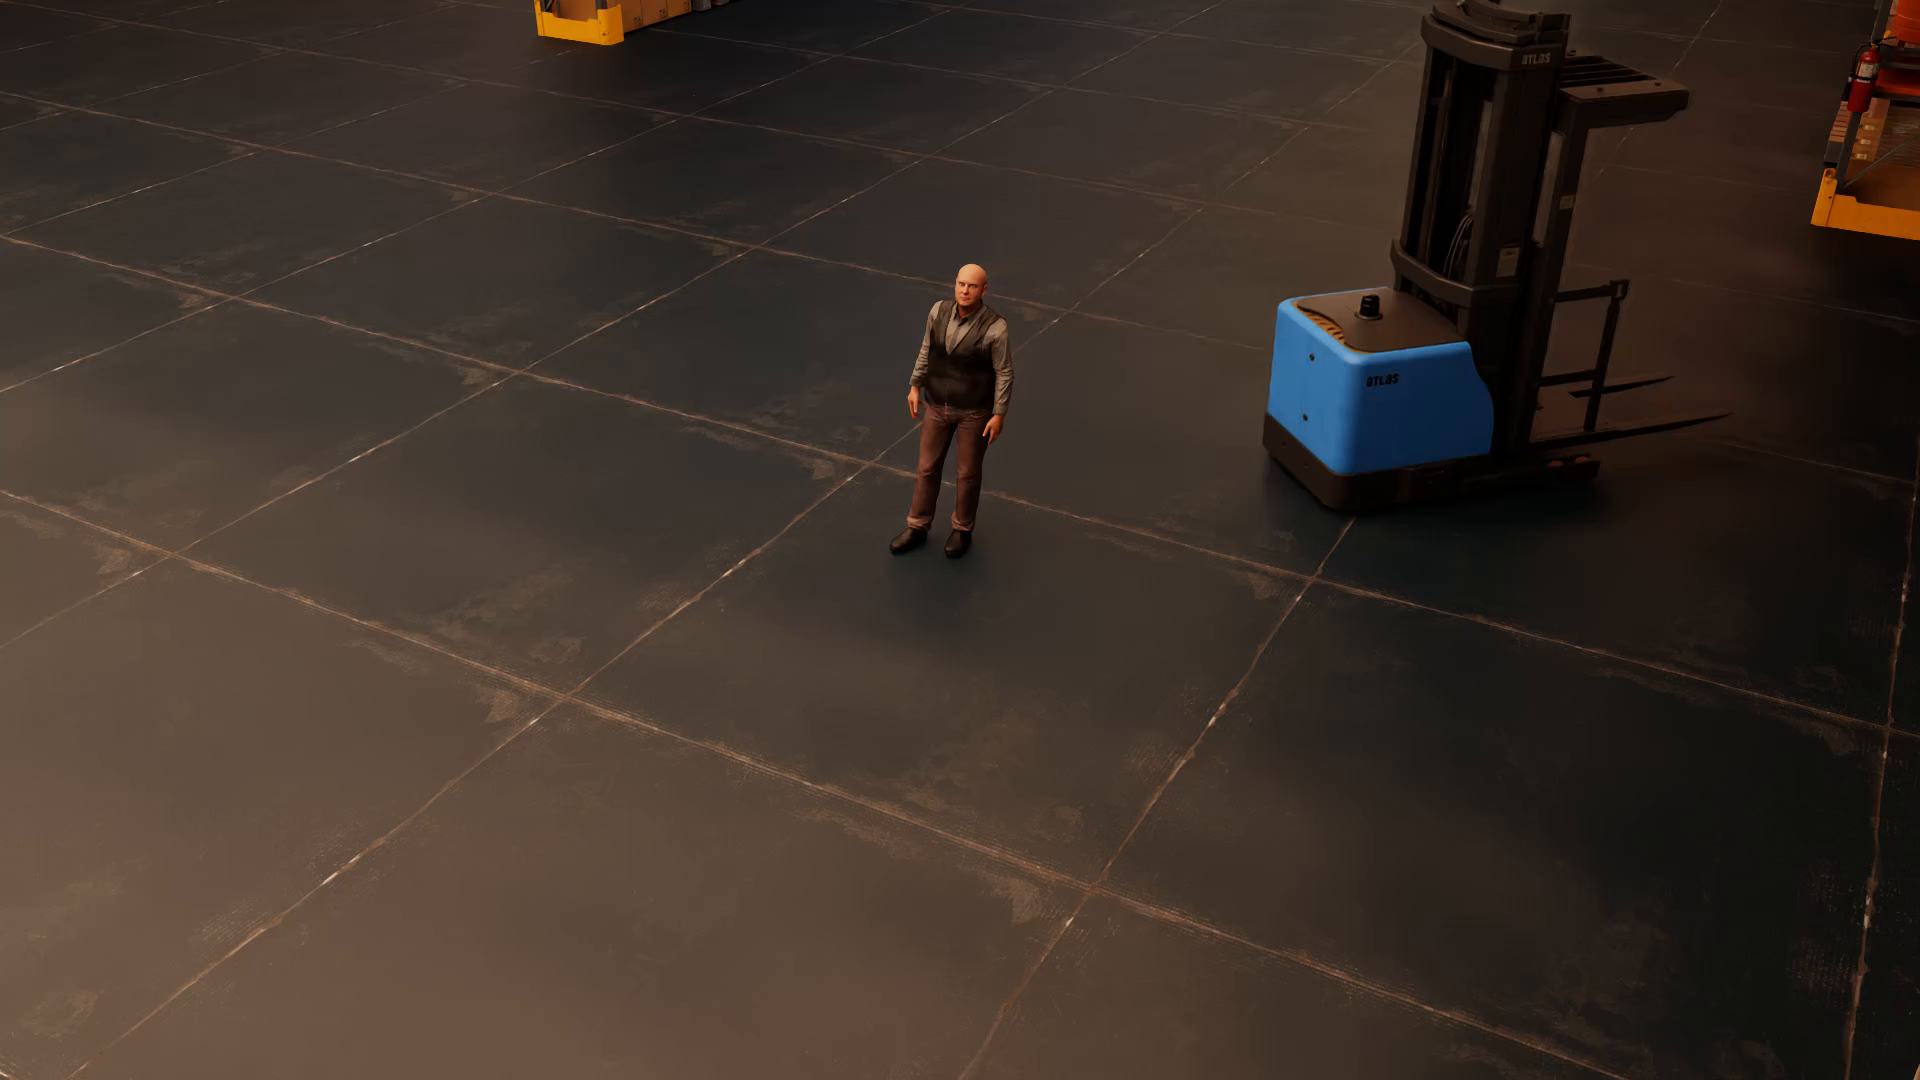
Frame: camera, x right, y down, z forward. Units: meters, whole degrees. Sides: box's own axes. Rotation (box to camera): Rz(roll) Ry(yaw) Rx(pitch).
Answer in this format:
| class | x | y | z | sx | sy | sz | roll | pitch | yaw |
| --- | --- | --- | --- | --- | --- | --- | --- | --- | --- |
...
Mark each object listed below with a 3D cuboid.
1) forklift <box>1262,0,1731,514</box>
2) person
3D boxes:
| class | x | y | z | sx | sy | sz | roll | pitch | yaw |
| --- | --- | --- | --- | --- | --- | --- | --- | --- | --- |
| forklift | 3.565 | -1.850 | 10.276 | 3.031 | 2.935 | 1.130 | -9 | 31 | -15 |
| person | -0.041 | -0.723 | 9.519 | 0.632 | 1.720 | 0.552 | 15 | 33 | 25 |
